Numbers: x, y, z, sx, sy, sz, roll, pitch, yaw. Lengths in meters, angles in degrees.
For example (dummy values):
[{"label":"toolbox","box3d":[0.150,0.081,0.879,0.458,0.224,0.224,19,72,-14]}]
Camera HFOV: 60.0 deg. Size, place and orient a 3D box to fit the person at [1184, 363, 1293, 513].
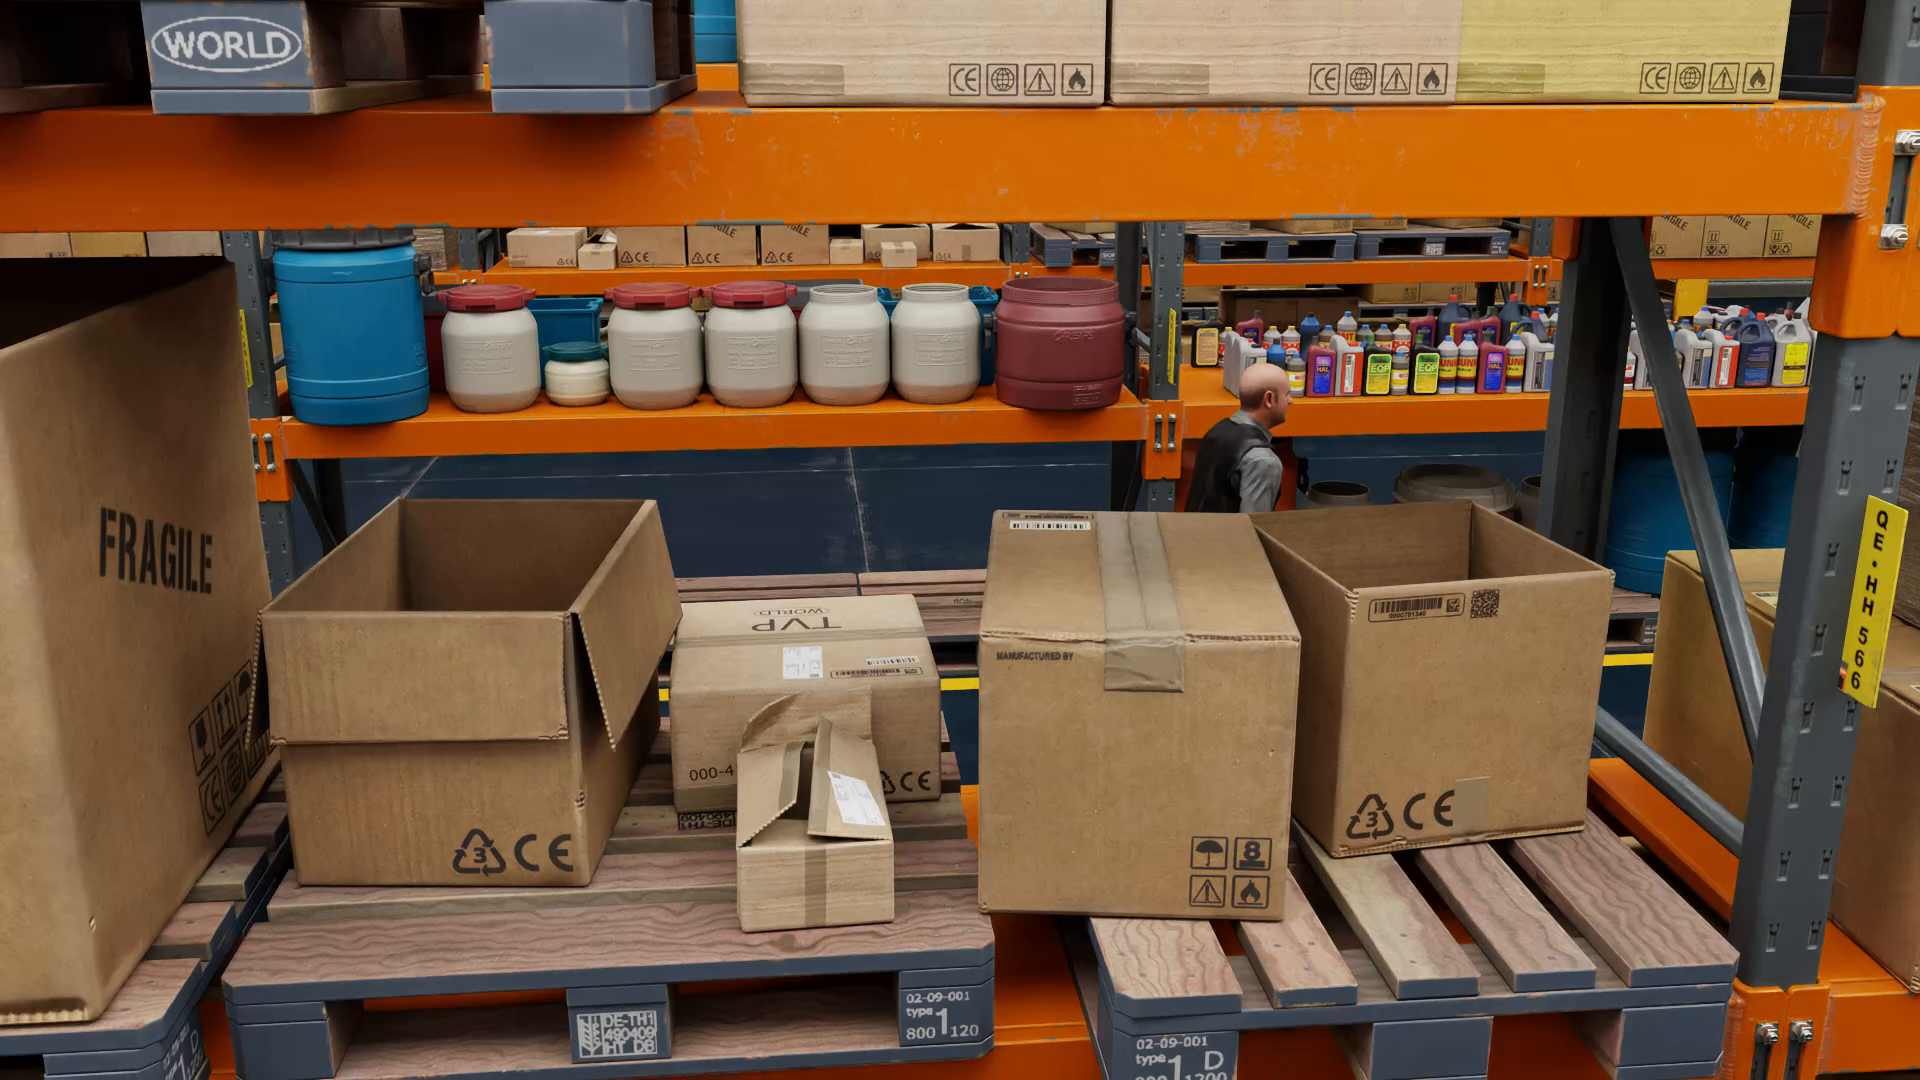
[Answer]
[{"label":"person","box3d":[1.089,0.160,6.546,0.423,1.721,0.594,-3,17,-9]}]
